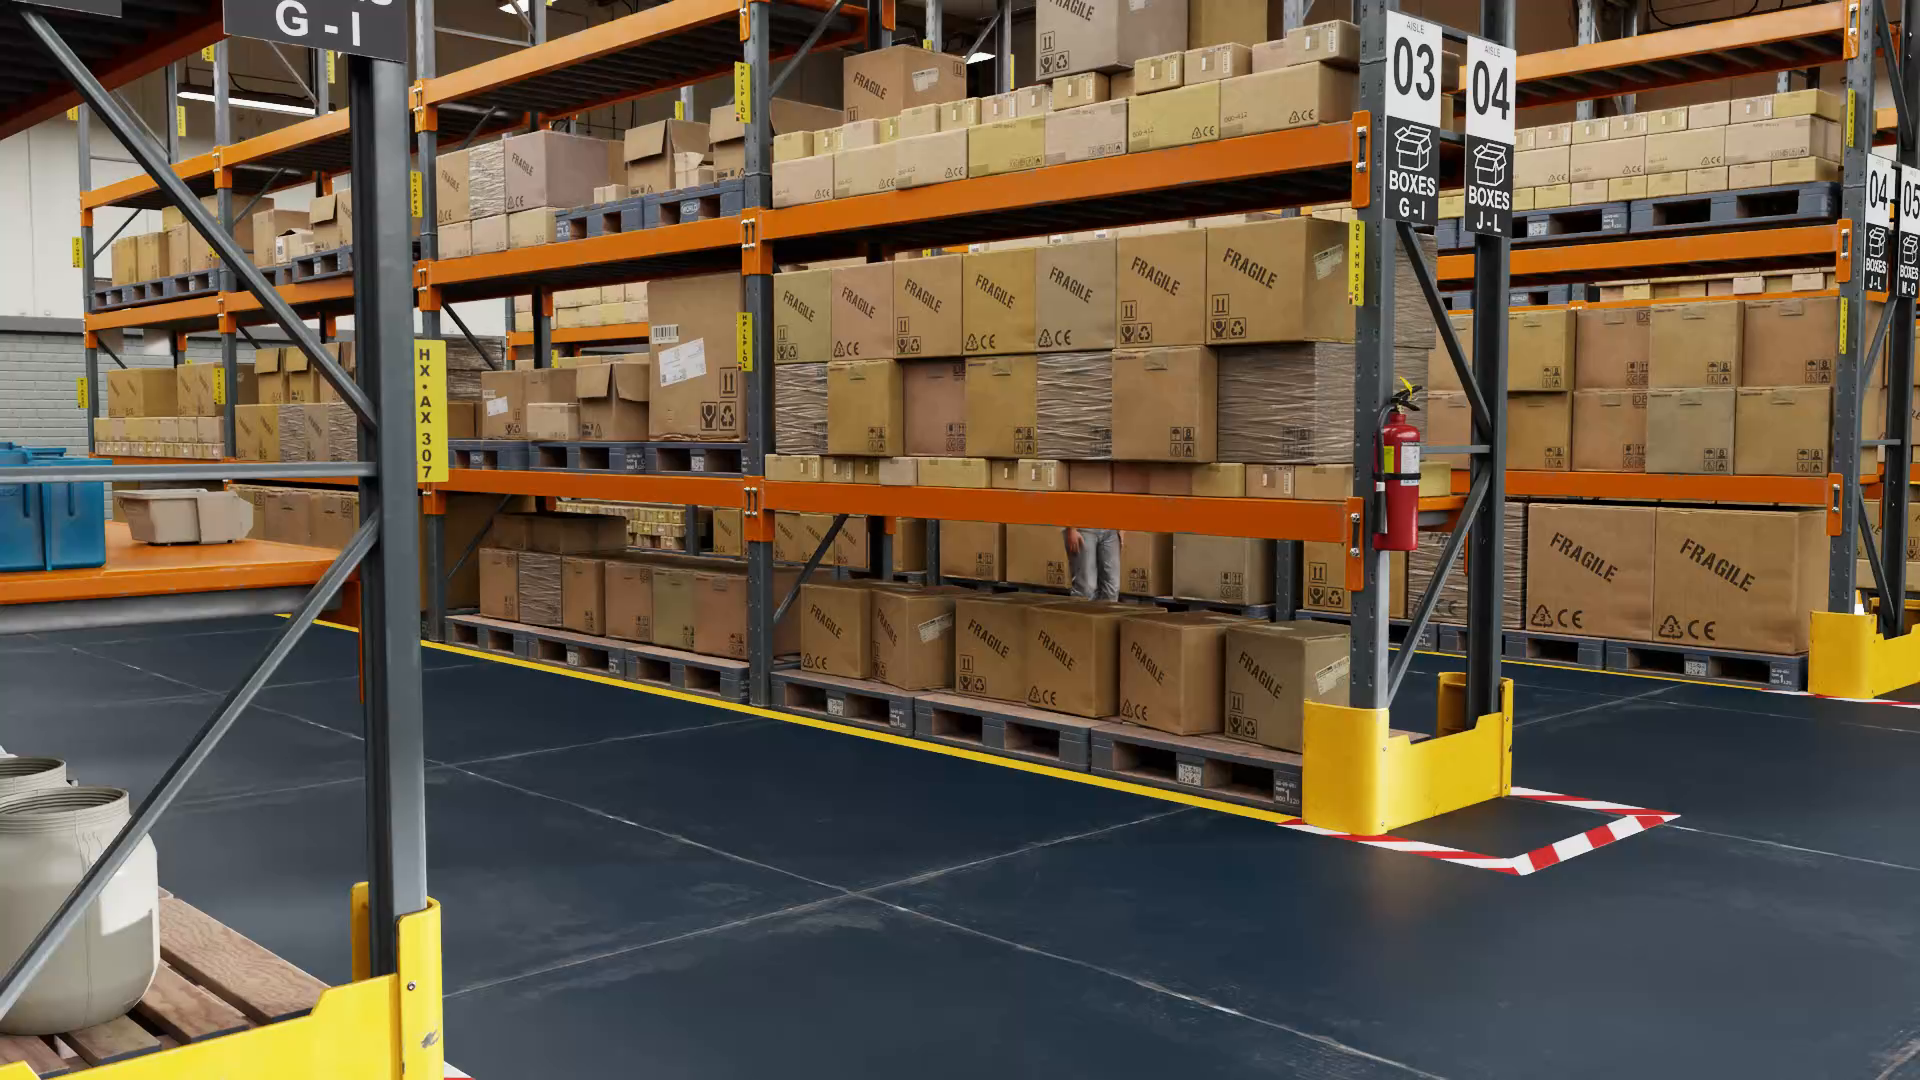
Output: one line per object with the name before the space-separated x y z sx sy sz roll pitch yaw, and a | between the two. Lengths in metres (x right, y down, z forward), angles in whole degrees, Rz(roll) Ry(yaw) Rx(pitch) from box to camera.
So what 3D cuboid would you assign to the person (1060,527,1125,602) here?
person | 0.932 -0.063 11.531 0.579 1.767 0.465 -4 5 -44
